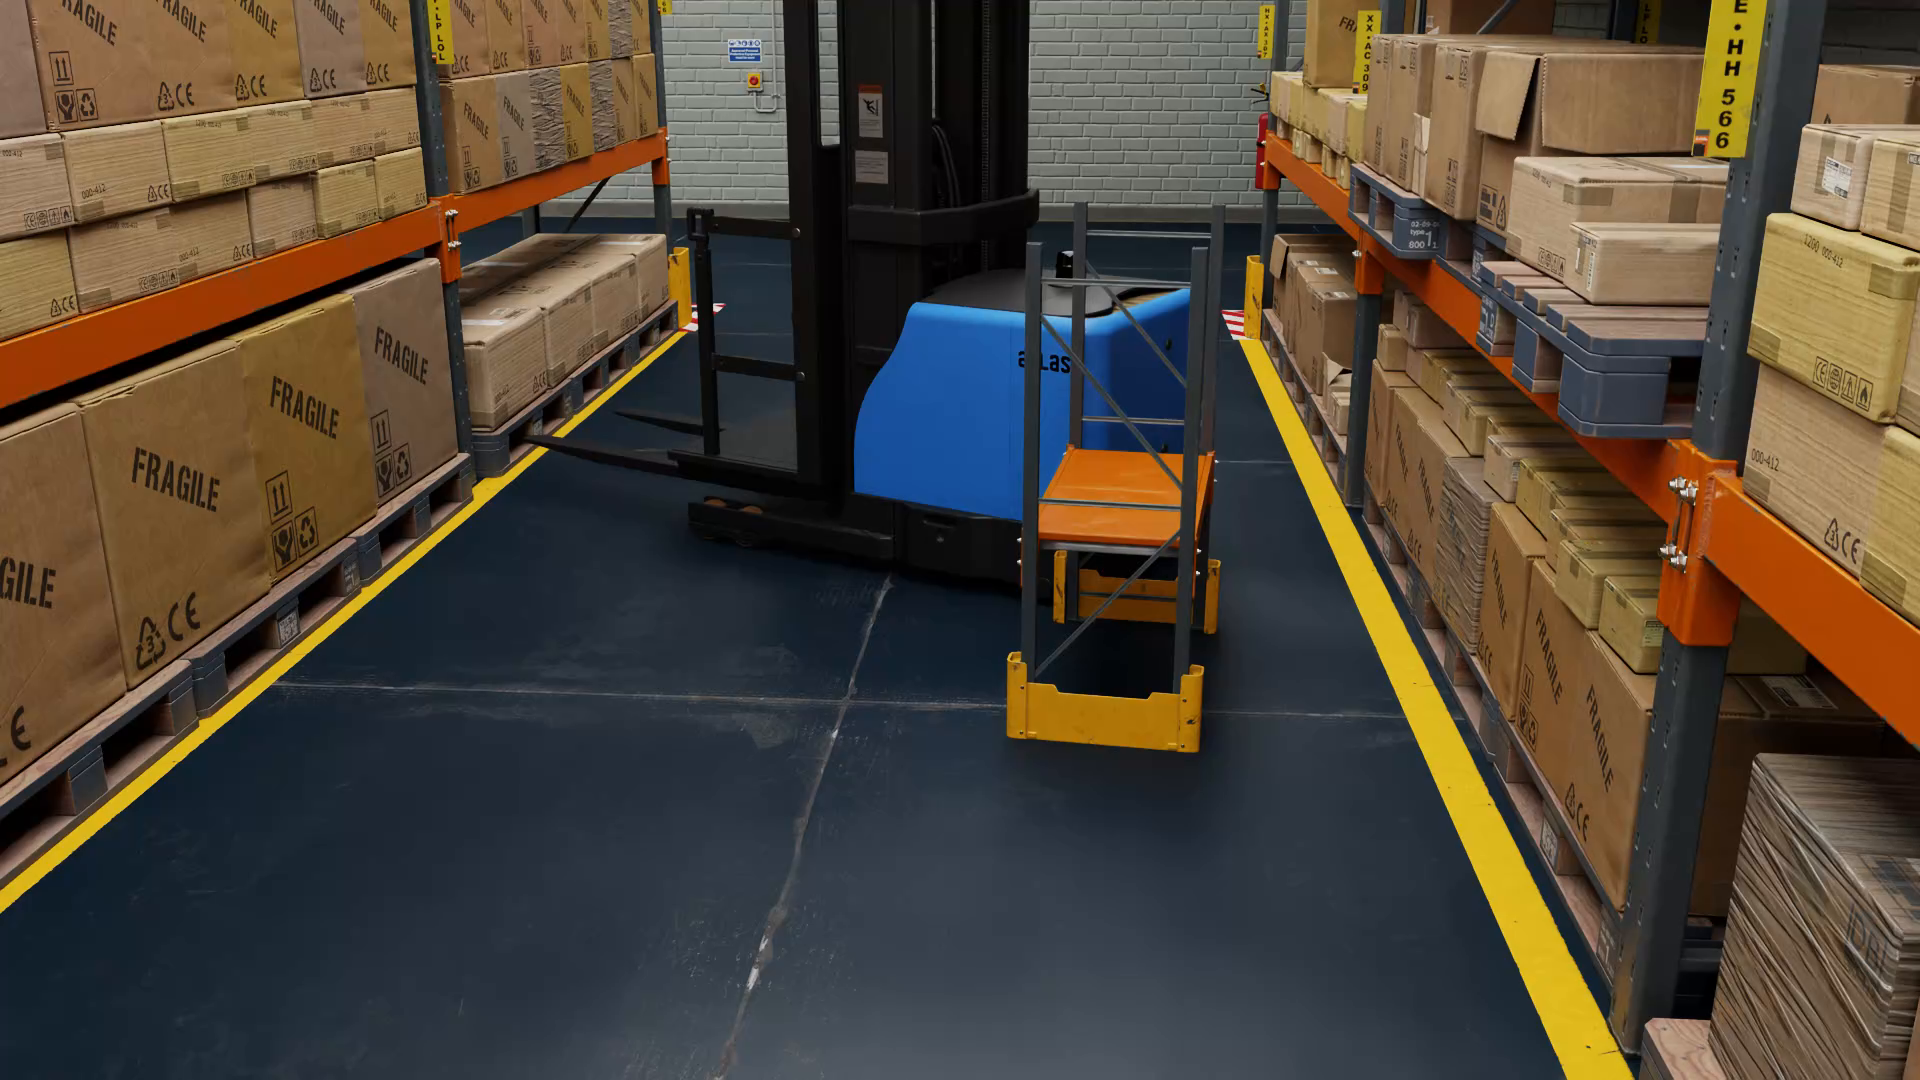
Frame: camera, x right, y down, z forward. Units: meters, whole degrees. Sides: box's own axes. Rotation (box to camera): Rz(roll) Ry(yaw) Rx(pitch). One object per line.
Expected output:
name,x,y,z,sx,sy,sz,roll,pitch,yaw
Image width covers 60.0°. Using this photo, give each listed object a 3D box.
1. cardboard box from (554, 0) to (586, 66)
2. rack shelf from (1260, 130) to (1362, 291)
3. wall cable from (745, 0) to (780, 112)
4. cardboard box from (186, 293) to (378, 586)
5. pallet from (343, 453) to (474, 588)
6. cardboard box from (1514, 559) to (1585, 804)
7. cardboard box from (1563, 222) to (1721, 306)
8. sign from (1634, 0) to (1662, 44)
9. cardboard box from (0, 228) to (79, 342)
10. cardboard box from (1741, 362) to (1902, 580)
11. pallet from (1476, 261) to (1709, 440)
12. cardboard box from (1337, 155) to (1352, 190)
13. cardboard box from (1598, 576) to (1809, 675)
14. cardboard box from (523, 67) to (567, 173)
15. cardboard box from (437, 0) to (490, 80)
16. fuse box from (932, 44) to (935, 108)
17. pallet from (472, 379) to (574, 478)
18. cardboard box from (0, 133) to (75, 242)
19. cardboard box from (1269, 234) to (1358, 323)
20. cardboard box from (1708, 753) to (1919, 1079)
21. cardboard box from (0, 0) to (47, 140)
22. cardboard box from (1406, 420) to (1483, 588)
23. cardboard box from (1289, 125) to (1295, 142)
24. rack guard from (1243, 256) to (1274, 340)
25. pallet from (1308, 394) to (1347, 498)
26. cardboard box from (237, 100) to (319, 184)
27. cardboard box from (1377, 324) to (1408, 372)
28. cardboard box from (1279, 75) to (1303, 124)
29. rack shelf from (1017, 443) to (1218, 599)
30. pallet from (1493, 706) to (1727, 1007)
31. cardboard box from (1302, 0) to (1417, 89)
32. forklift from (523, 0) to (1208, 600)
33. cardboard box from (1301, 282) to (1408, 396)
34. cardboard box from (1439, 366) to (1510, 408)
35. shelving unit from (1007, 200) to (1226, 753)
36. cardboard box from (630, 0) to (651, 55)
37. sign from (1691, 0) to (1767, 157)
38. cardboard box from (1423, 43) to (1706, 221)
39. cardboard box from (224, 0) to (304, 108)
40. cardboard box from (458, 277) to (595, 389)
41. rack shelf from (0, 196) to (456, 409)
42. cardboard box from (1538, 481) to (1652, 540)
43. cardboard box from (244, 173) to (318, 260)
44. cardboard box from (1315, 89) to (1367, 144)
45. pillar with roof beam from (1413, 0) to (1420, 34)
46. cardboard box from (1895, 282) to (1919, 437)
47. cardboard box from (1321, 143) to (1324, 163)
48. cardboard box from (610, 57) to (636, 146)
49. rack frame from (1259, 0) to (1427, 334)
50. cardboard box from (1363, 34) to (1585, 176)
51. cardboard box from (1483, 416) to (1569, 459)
cardboard box,-2.340,-2.816,8.934,0.500,0.500,0.500,1,18,4
rack shelf,2.350,-1.849,8.903,1.077,0.370,4.000,1,18,4
wall cable,-2.077,-5.171,16.204,0.585,1.953,0.123,1,18,4
cardboard box,-2.766,-0.394,6.046,0.875,0.875,0.875,2,18,6
pallet,-2.725,-0.113,6.928,1.003,0.211,1.213,1,18,4
cardboard box,1.782,0.370,4.317,0.500,0.500,0.500,1,18,3
cardboard box,1.584,-0.620,3.726,0.380,0.149,0.250,2,18,5
sign,2.760,-2.108,6.681,0.100,0.325,0.005,1,18,4
cardboard box,-2.726,-0.672,4.397,0.500,0.250,0.500,1,18,2
cardboard box,1.644,-0.123,2.723,0.500,0.250,0.500,1,18,4
pallet,1.898,-0.448,3.781,1.213,0.211,1.003,1,18,4
cardboard box,1.969,-1.717,7.750,0.380,0.149,0.250,2,18,5
cardboard box,1.702,0.194,3.812,0.380,0.149,0.250,0,18,1
cardboard box,-2.368,-2.177,8.589,0.500,0.500,0.500,1,18,4
cardboard box,-2.469,-2.344,7.494,0.500,0.500,0.500,1,18,4
fuse box,0.008,-3.969,16.287,0.539,1.711,0.414,1,18,4
pallet,-2.612,-0.588,8.380,1.003,0.211,1.213,1,18,4
cardboard box,-2.711,-0.915,4.337,0.500,0.250,0.500,2,18,5
cardboard box,2.355,-1.637,10.437,0.797,0.503,0.637,1,18,2
cardboard box,1.861,0.795,2.818,0.875,0.625,0.625,2,18,6
cardboard box,-2.726,-1.261,4.189,0.500,0.500,0.500,1,18,4
cardboard box,1.879,-0.115,5.798,0.500,0.500,0.500,1,18,2
cardboard box,2.224,-2.516,10.189,0.380,0.149,0.250,2,18,5
rack guard,2.488,-1.600,11.004,1.175,0.500,0.348,1,18,4
pallet,2.257,-0.457,7.980,1.003,0.211,1.213,1,18,4
cardboard box,-2.593,-1.387,5.775,0.500,0.250,0.500,2,18,5
cardboard box,1.915,-0.784,6.796,0.380,0.149,0.250,2,18,7
cardboard box,2.156,-2.590,9.774,0.500,0.250,0.500,1,18,5
rack shelf,0.531,-0.083,5.345,0.538,0.185,1.000,4,18,11
pallet,2.011,0.767,4.243,1.003,0.211,1.213,1,18,4
cardboard box,2.085,-2.637,8.713,0.500,0.500,0.500,2,18,5
forklift,-0.538,-1.493,6.773,3.031,2.935,1.130,11,21,29
cardboard box,2.180,-1.049,8.646,0.700,0.500,0.500,1,18,2
cardboard box,1.960,-0.531,6.024,0.380,0.149,0.250,1,18,3
shelving unit,0.532,-0.257,5.298,0.587,1.500,1.083,4,18,11
cardboard box,-2.255,-3.289,10.377,0.500,0.500,0.500,2,18,6
sign,1.378,-0.849,2.964,0.100,0.325,0.005,1,18,4
cardboard box,1.855,-1.267,5.136,0.700,0.500,0.500,1,18,4
cardboard box,-2.612,-1.739,5.648,0.500,0.500,0.500,2,18,6
cardboard box,-2.529,-1.132,9.000,0.875,0.438,0.875,1,18,2
rack shelf,-2.888,-0.716,5.446,1.077,0.370,4.000,1,18,4
cardboard box,1.818,-0.053,4.567,0.380,0.149,0.250,2,18,6
cardboard box,-2.618,-1.148,5.851,0.500,0.250,0.500,1,18,2
cardboard box,2.070,-2.114,8.319,0.500,0.250,0.500,1,18,4
pillar with roof beam,-0.708,-6.576,12.540,9.100,9.000,0.400,1,18,4
cardboard box,1.607,-0.206,2.171,0.500,0.250,0.500,2,18,6
cardboard box,2.106,-2.034,8.715,0.380,0.149,0.250,1,18,4
cardboard box,-2.280,-2.658,10.056,0.500,0.500,0.500,1,18,3
rack frame,2.493,-2.812,10.687,1.000,3.000,0.127,1,18,4
cardboard box,1.949,-1.671,6.371,0.700,0.500,0.500,2,18,5
cardboard box,1.894,-0.292,5.297,0.380,0.149,0.250,1,18,4
